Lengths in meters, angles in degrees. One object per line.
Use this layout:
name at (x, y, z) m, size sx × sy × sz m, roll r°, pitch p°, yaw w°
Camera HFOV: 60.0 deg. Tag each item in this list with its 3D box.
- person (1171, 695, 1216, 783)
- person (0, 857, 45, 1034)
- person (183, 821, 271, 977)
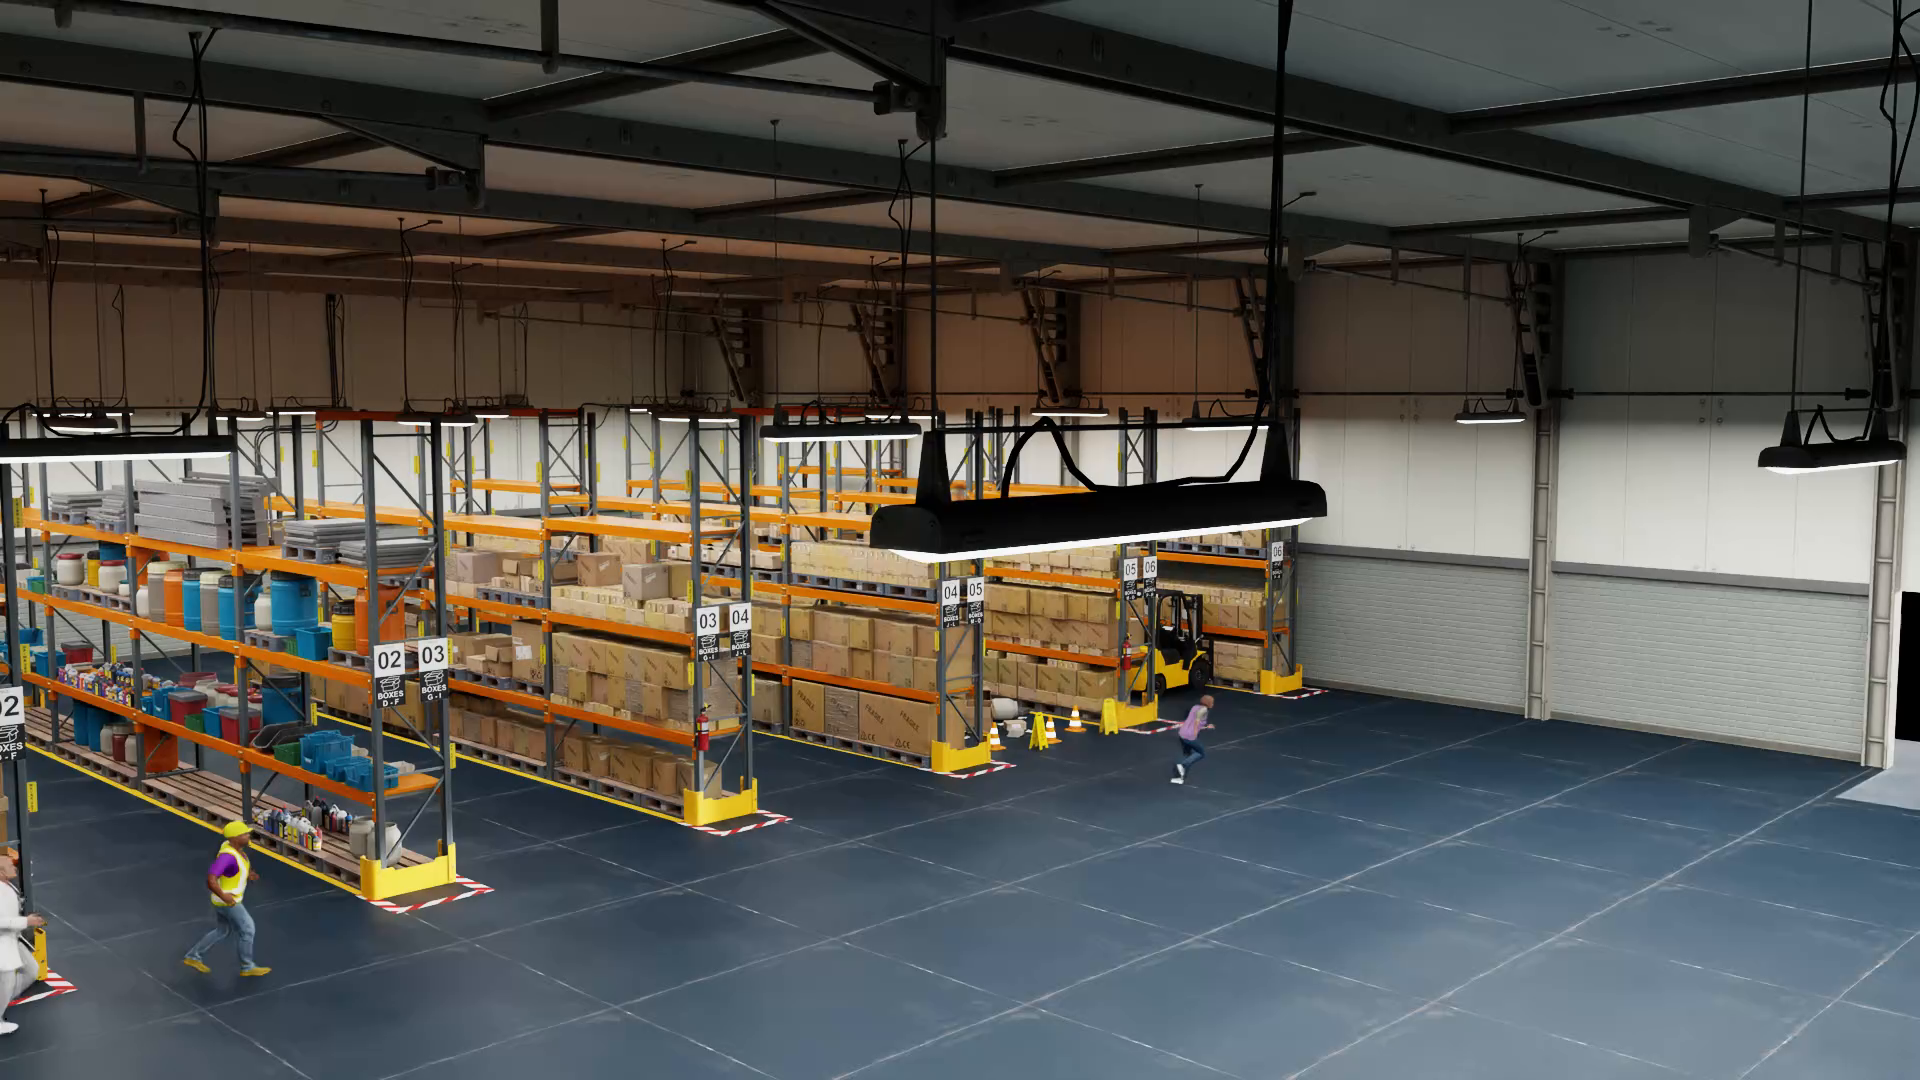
person at (3.808, 3.256, 26.930) m, size 0.808 × 1.385 × 0.566 m, roll -2°, pitch 5°, yaw -18°
person at (-9.431, 3.999, 16.532) m, size 0.655 × 1.727 × 0.741 m, roll -1°, pitch 5°, yaw -14°
person at (-7.902, 3.875, 17.811) m, size 0.871 × 1.739 × 0.719 m, roll -1°, pitch 5°, yaw -15°
